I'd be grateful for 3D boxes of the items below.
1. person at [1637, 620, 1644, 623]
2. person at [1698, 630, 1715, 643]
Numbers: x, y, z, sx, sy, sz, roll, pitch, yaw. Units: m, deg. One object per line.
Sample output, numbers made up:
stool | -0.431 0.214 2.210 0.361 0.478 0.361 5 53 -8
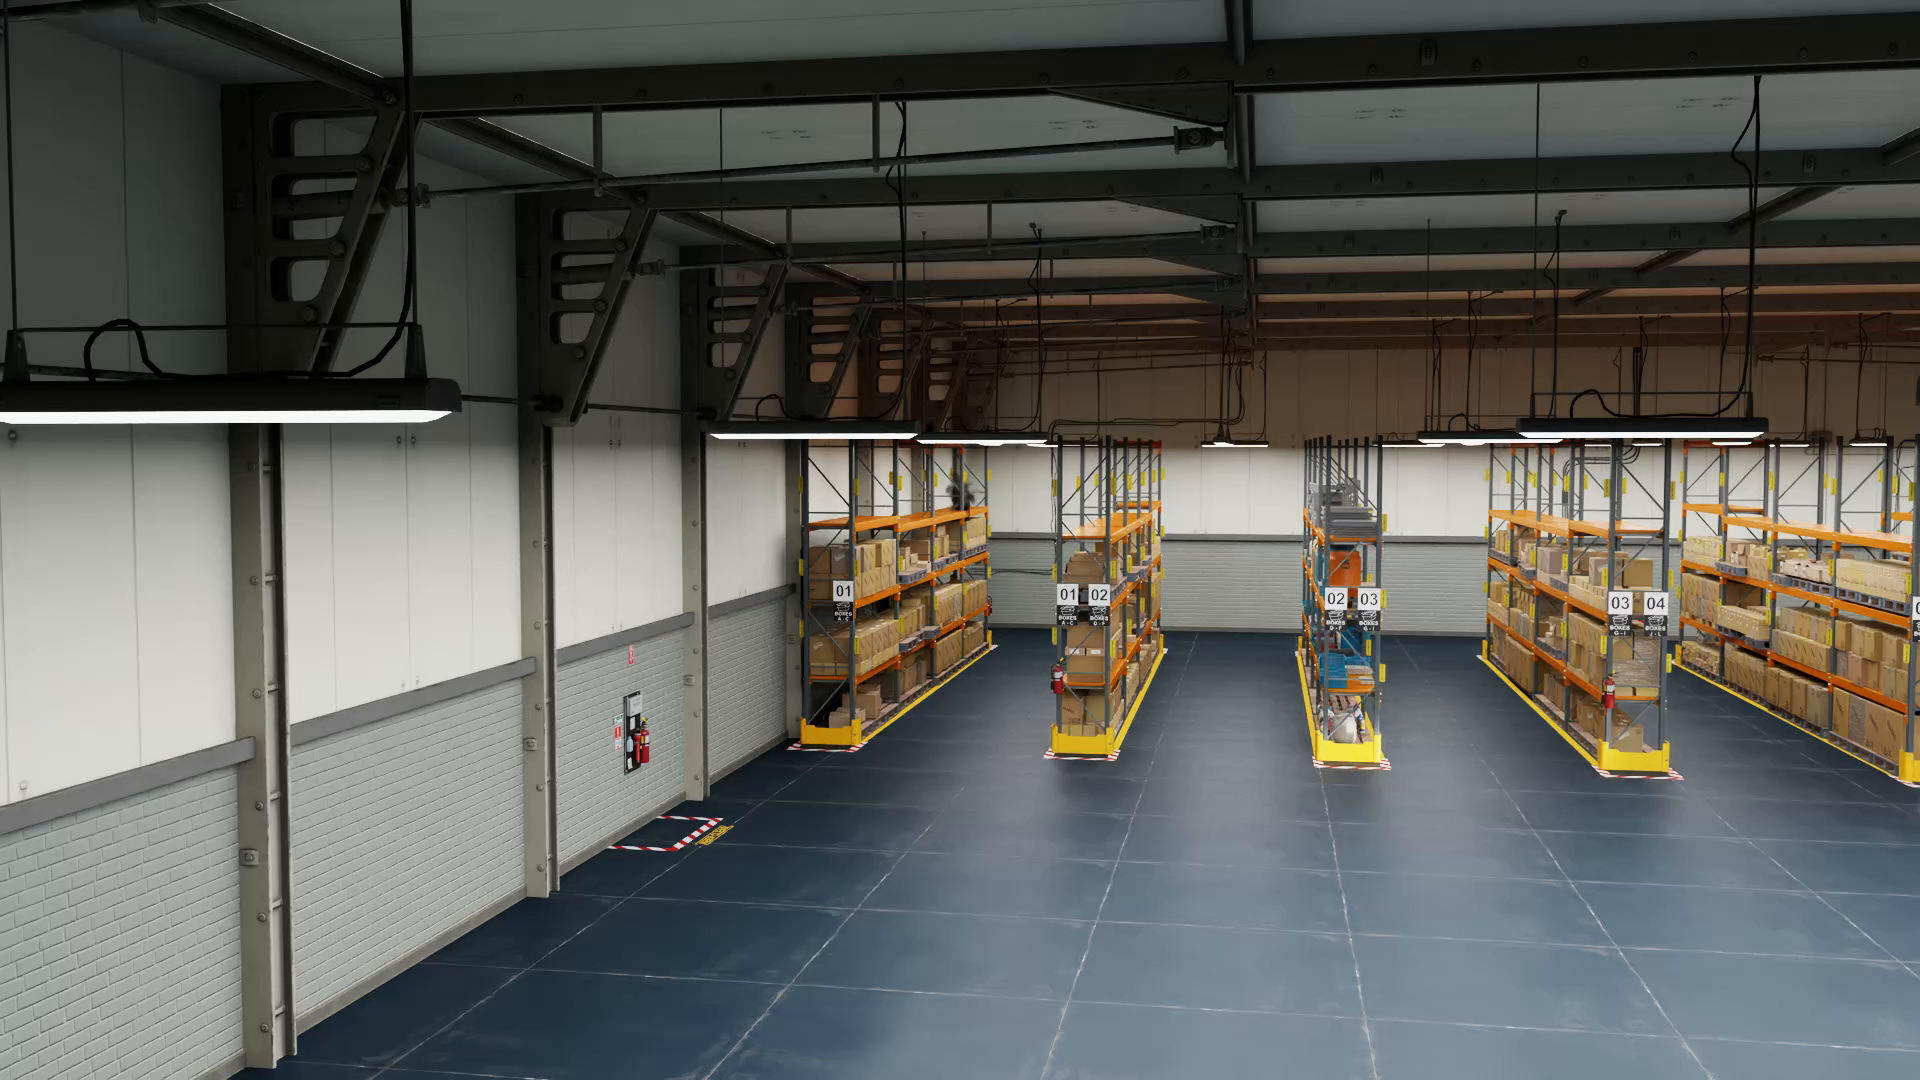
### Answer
person | 17.682 2.559 42.784 0.658 1.792 0.796 0 3 8
person | 20.548 2.338 45.735 1.033 1.753 0.699 1 3 15
